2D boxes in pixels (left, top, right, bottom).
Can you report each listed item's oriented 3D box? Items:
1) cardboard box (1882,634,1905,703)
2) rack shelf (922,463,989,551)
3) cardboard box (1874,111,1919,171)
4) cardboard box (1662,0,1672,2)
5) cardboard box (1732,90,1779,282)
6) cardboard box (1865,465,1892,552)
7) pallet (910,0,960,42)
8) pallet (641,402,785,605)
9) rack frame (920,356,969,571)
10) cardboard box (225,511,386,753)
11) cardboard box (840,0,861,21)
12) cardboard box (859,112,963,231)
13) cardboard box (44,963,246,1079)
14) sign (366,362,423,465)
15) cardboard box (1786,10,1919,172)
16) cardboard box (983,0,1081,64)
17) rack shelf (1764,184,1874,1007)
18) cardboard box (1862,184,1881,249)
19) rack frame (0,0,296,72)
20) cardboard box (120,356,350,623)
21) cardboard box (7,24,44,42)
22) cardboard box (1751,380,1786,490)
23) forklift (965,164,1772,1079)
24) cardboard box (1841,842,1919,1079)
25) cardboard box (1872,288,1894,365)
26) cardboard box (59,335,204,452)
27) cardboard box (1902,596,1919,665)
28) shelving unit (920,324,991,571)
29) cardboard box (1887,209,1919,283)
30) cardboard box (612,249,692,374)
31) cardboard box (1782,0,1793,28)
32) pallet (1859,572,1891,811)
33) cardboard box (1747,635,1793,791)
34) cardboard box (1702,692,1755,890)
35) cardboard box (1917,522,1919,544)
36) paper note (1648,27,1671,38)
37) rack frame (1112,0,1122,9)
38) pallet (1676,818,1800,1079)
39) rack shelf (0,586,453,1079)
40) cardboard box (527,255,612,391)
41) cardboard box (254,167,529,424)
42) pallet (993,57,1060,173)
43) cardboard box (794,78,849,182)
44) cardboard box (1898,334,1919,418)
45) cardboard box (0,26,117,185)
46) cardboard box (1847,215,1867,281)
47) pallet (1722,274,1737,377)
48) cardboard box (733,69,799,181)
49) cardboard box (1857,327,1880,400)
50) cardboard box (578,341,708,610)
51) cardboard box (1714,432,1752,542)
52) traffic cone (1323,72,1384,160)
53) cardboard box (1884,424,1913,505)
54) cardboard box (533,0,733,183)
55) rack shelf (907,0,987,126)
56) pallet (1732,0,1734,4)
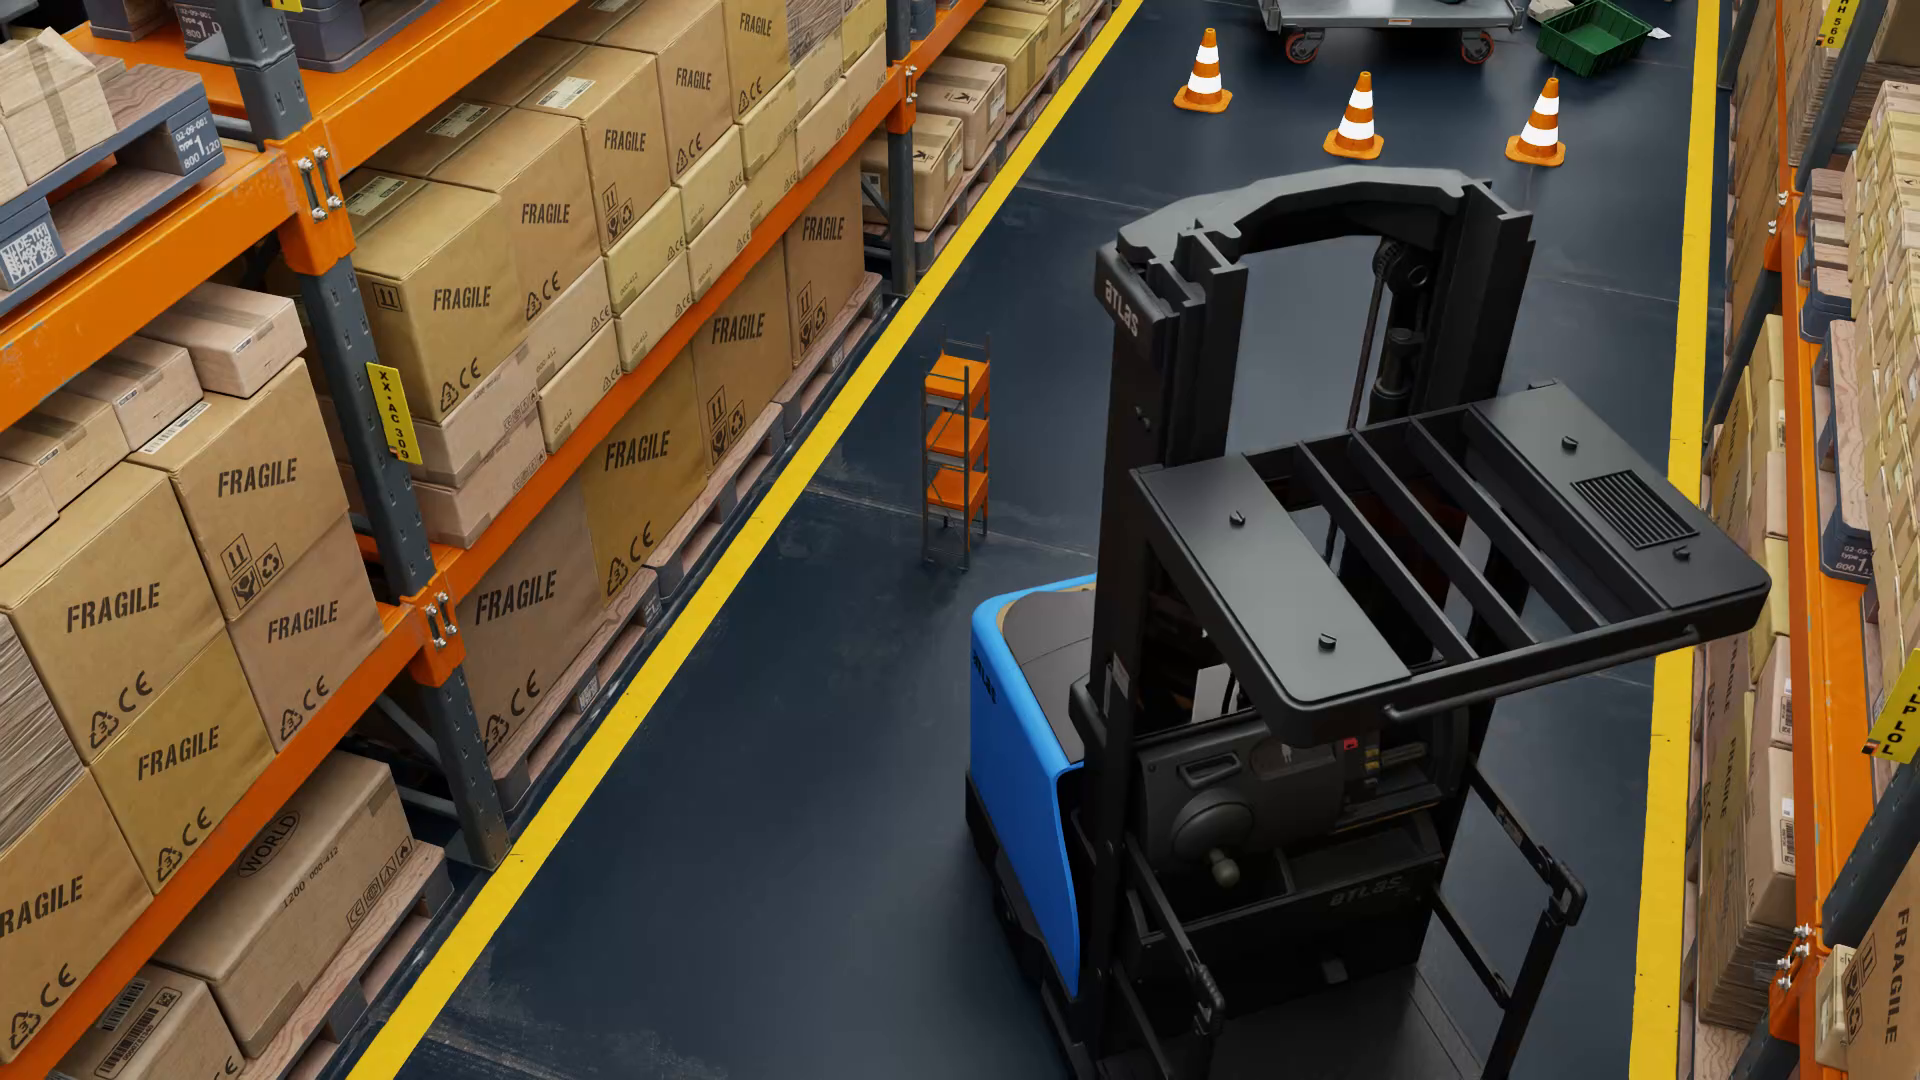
[{"bbox_3d":[2.632,0.417,4.320,0.380,0.149,0.250,14,42,15],"label":"cardboard box"},{"bbox_3d":[-0.018,-0.147,7.058,0.215,0.259,0.240,13,42,15],"label":"rack shelf"},{"bbox_3d":[3.532,-1.401,5.992,0.380,0.149,0.250,12,42,14],"label":"cardboard box"},{"bbox_3d":[4.896,-4.178,11.760,0.500,0.500,0.500,21,45,22],"label":"cardboard box"},{"bbox_3d":[4.550,-1.703,8.345,1.050,0.750,0.750,14,42,16],"label":"cardboard box"},{"bbox_3d":[2.895,-0.058,4.877,0.380,0.149,0.250,12,42,13],"label":"cardboard box"},{"bbox_3d":[-0.581,-2.936,8.528,1.213,0.211,1.003,13,42,15],"label":"pallet"},{"bbox_3d":[-1.484,-0.284,7.420,1.003,0.211,1.213,13,42,15],"label":"pallet"},{"bbox_3d":[-0.060,-0.292,6.784,0.200,1.050,0.008,13,42,15],"label":"rack frame"},{"bbox_3d":[-2.011,0.191,4.638,0.500,0.500,0.500,14,42,15],"label":"cardboard box"},{"bbox_3d":[-0.655,-2.596,7.134,0.500,0.500,0.500,12,42,14],"label":"cardboard box"},{"bbox_3d":[-0.522,-2.053,9.046,0.950,0.372,0.625,11,42,12],"label":"cardboard box"},{"bbox_3d":[-2.713,1.609,4.703,0.875,0.438,0.875,12,42,14],"label":"cardboard box"},{"bbox_3d":[-1.570,-0.348,4.619,0.100,0.325,0.005,13,42,15],"label":"sign"},{"bbox_3d":[3.864,-1.886,7.072,0.500,0.500,0.500,13,42,15],"label":"cardboard box"},{"bbox_3d":[0.224,-3.391,10.614,0.950,0.372,0.625,16,43,18],"label":"cardboard box"},{"bbox_3d":[3.278,-0.020,5.517,1.077,0.370,4.000,13,42,15],"label":"rack shelf"},{"bbox_3d":[3.429,-1.111,5.882,0.380,0.149,0.250,12,42,14],"label":"cardboard box"},{"bbox_3d":[-2.092,-2.393,3.122,1.000,3.000,0.127,13,42,15],"label":"rack frame"},{"bbox_3d":[-1.994,-0.180,4.303,0.500,0.500,0.500,13,42,15],"label":"cardboard box"},{"bbox_3d":[-5.321,-2.748,9.263,0.380,0.149,0.250,11,42,13],"label":"cardboard box"},{"bbox_3d":[3.325,-0.332,6.352,0.500,0.250,0.500,13,42,15],"label":"cardboard box"},{"bbox_3d":[0.975,0.704,4.167,1.130,2.935,3.031,-12,42,-14],"label":"forklift"},{"bbox_3d":[2.188,1.021,3.436,0.500,0.500,0.500,13,42,14],"label":"cardboard box"},{"bbox_3d":[3.169,-0.655,5.347,0.380,0.149,0.250,13,42,15],"label":"cardboard box"},{"bbox_3d":[-2.091,-0.381,4.038,0.380,0.149,0.250,14,43,16],"label":"cardboard box"},{"bbox_3d":[2.634,0.301,4.227,0.380,0.149,0.250,14,42,15],"label":"cardboard box"},{"bbox_3d":[-0.018,-0.367,6.871,0.215,1.050,0.252,13,42,15],"label":"shelving unit"},{"bbox_3d":[3.263,-0.925,5.435,0.380,0.149,0.250,15,43,17],"label":"cardboard box"},{"bbox_3d":[-1.328,-0.889,6.096,0.500,0.250,0.500,13,42,15],"label":"cardboard box"},{"bbox_3d":[4.378,-2.808,8.153,0.500,0.500,0.500,14,42,16],"label":"cardboard box"},{"bbox_3d":[2.992,0.565,4.424,1.003,0.211,1.213,13,42,15],"label":"pallet"},{"bbox_3d":[2.799,0.611,5.247,0.500,0.250,0.500,15,43,17],"label":"cardboard box"},{"bbox_3d":[2.786,0.897,5.490,0.500,0.500,0.500,12,42,14],"label":"cardboard box"},{"bbox_3d":[2.729,0.026,4.320,0.380,0.149,0.250,12,42,14],"label":"cardboard box"},{"bbox_3d":[4.709,-3.435,11.252,0.147,0.020,0.142,-13,42,-15],"label":"paper note"},{"bbox_3d":[0.644,-4.990,10.788,1.000,3.000,0.127,13,42,15],"label":"rack frame"},{"bbox_3d":[2.859,1.512,5.315,1.003,0.211,1.213,13,42,15],"label":"pallet"},{"bbox_3d":[-2.776,1.383,3.873,1.077,0.370,4.000,13,42,15],"label":"rack shelf"},{"bbox_3d":[-1.525,-0.774,5.577,0.500,0.250,0.500,14,42,16],"label":"cardboard box"},{"bbox_3d":[-1.671,-0.734,4.952,0.500,0.500,0.500,14,42,16],"label":"cardboard box"},{"bbox_3d":[-0.037,-2.708,10.261,1.003,0.211,1.213,13,42,15],"label":"pallet"},{"bbox_3d":[-0.813,-1.812,7.179,0.500,0.250,0.500,14,42,16],"label":"cardboard box"},{"bbox_3d":[2.994,-0.447,4.875,0.380,0.149,0.250,11,42,13],"label":"cardboard box"},{"bbox_3d":[-2.010,-0.938,3.430,0.396,0.266,0.258,15,43,16],"label":"cardboard box"},{"bbox_3d":[3.436,-1.021,6.006,0.380,0.149,0.250,15,43,17],"label":"cardboard box"},{"bbox_3d":[4.302,-0.917,8.162,1.003,0.211,1.213,13,42,15],"label":"pallet"},{"bbox_3d":[-0.979,-1.702,6.664,0.500,0.250,0.500,12,42,14],"label":"cardboard box"},{"bbox_3d":[3.168,-0.541,5.442,0.380,0.149,0.250,14,42,16],"label":"cardboard box"},{"bbox_3d":[-1.654,-0.411,6.734,0.875,0.875,0.875,14,43,16],"label":"cardboard box"},{"bbox_3d":[3.312,-0.040,6.588,0.500,0.500,0.500,14,42,16],"label":"cardboard box"},{"bbox_3d":[2.376,-2.559,9.893,0.336,0.463,0.334,13,42,15],"label":"traffic cone"},{"bbox_3d":[2.901,-0.176,4.785,0.380,0.149,0.250,11,42,13],"label":"cardboard box"},{"bbox_3d":[-1.179,-1.672,6.052,0.500,0.500,0.500,13,42,14],"label":"cardboard box"},{"bbox_3d":[-0.040,-3.497,9.592,1.077,0.370,4.000,13,42,15],"label":"rack shelf"},{"bbox_3d":[6.079,-4.085,11.876,1.003,0.211,1.213,13,42,15],"label":"pallet"}]
